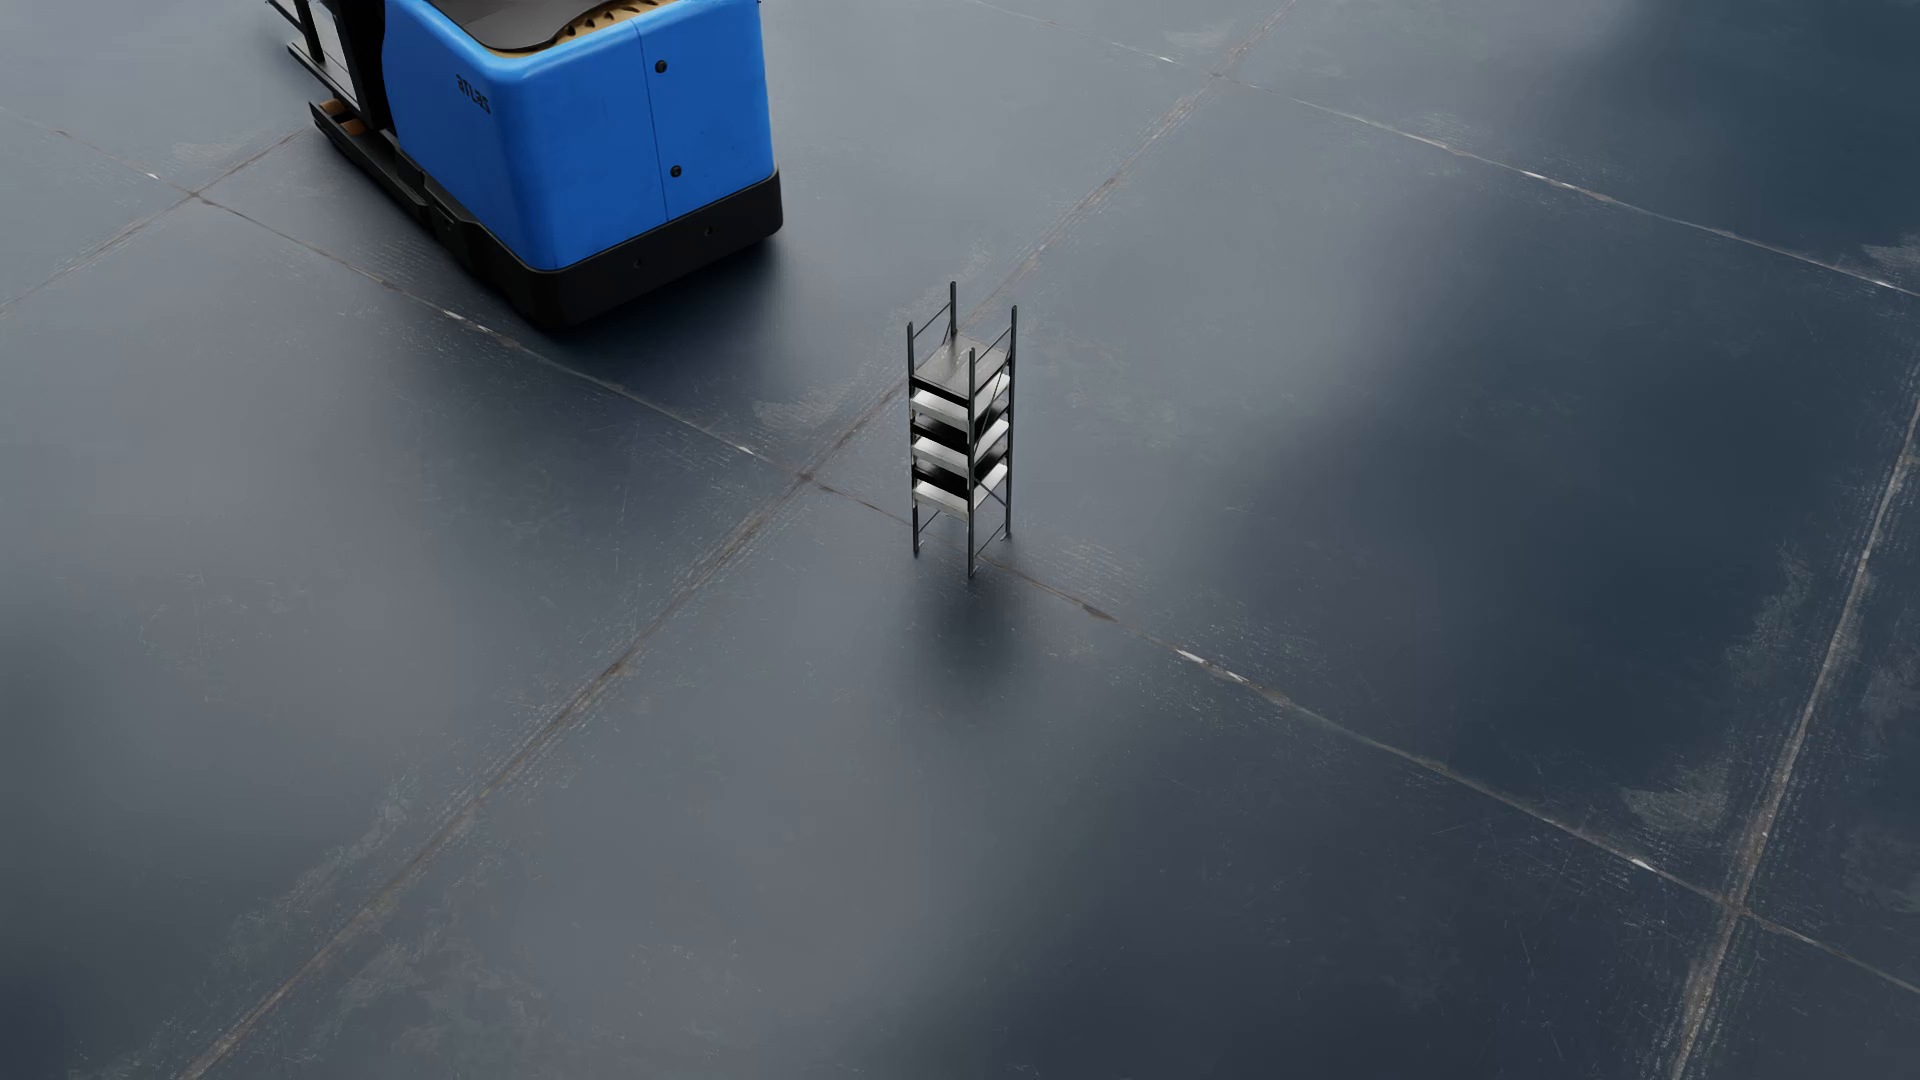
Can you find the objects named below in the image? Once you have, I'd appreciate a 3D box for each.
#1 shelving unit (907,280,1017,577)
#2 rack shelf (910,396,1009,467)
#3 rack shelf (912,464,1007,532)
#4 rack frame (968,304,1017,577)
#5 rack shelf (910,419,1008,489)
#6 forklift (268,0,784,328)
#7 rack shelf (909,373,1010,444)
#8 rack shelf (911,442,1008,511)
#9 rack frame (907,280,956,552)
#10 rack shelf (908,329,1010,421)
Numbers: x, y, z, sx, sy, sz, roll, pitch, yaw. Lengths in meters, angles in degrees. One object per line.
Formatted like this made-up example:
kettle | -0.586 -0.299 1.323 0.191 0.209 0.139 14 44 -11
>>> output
shelving unit | 0.007 -0.310 4.928 0.210 0.900 0.258 25 51 22
rack shelf | 0.007 -0.350 4.887 0.200 0.077 0.258 25 51 22
rack shelf | 0.007 -0.162 5.081 0.200 0.077 0.258 25 51 22
rack frame | 0.092 -0.271 4.889 0.006 0.900 0.240 25 51 22
rack shelf | 0.007 -0.287 4.951 0.200 0.077 0.258 25 51 22
forklift | -2.001 -2.764 5.895 1.130 2.935 3.031 -31 53 -27
rack shelf | 0.007 -0.413 4.822 0.200 0.077 0.258 25 51 22
rack shelf | 0.007 -0.225 5.016 0.200 0.077 0.258 25 51 22
rack frame | -0.079 -0.350 4.966 0.006 0.900 0.240 25 51 22
rack shelf | 0.007 -0.475 4.758 0.200 0.077 0.258 25 51 22
